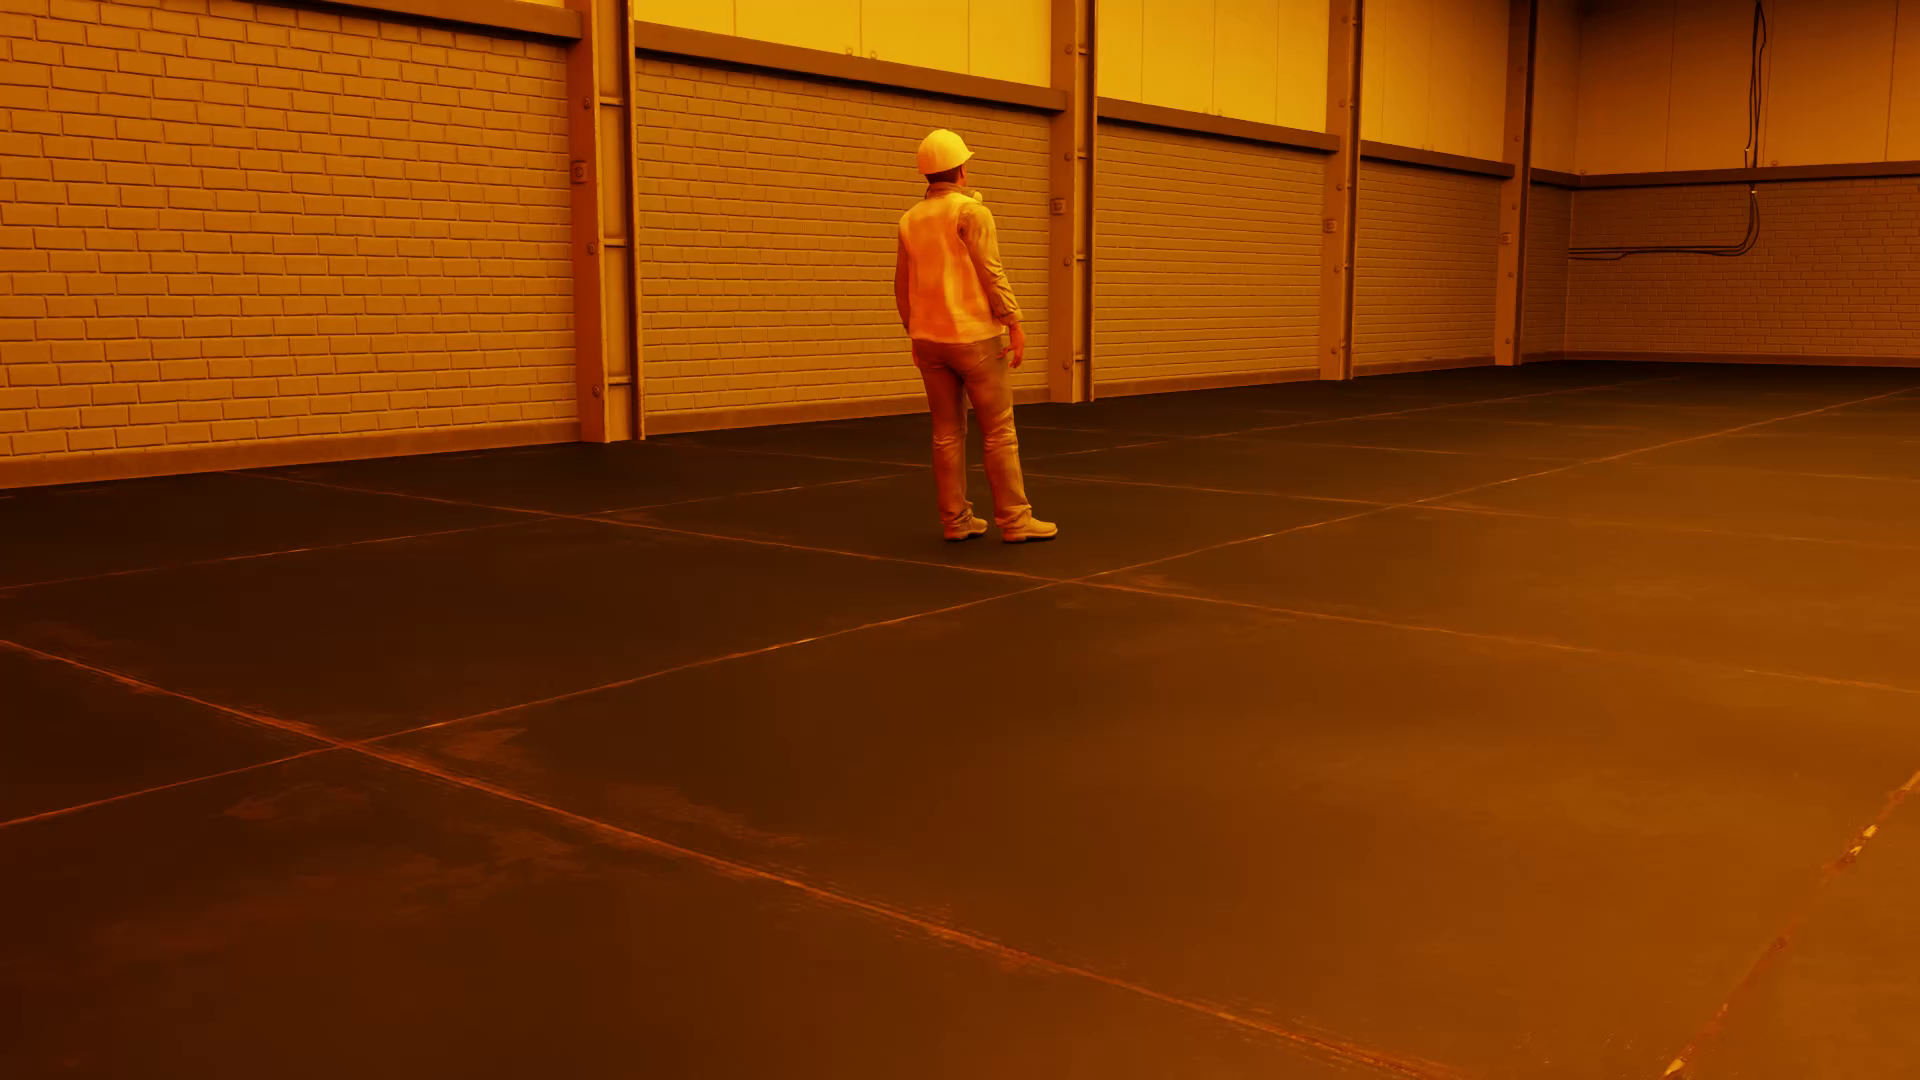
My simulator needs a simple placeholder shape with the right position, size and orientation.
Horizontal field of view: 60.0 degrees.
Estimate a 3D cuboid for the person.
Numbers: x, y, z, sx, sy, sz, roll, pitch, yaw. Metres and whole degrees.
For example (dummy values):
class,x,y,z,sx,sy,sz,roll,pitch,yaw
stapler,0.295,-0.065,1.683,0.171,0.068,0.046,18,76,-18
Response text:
class,x,y,z,sx,sy,sz,roll,pitch,yaw
person,0.045,-0.891,7.318,0.632,1.773,0.568,7,11,38
